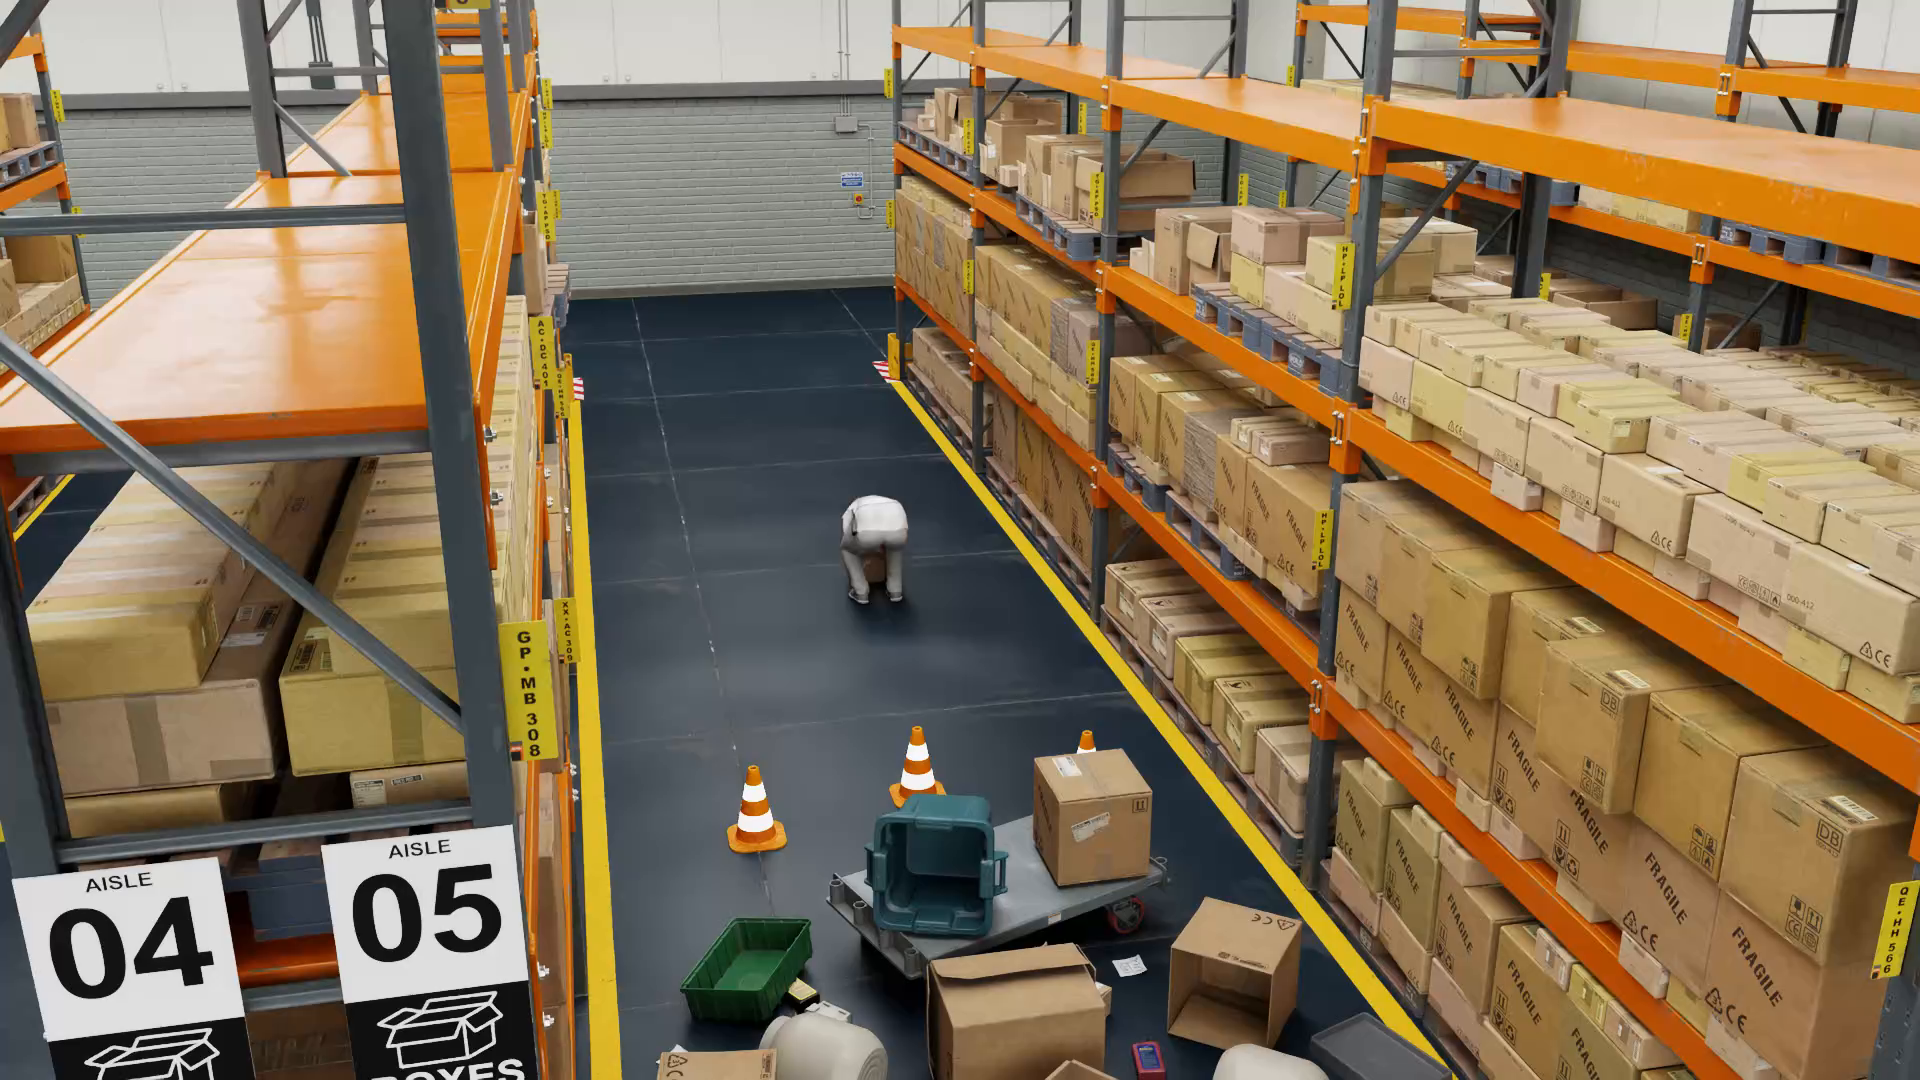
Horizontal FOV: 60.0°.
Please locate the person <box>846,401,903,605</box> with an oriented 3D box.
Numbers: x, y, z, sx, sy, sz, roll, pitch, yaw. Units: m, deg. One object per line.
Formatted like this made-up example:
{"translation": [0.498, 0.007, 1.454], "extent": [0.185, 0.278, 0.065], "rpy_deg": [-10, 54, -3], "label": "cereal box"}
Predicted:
{"translation": [-0.689, -0.318, 13.242], "extent": [0.452, 1.663, 0.547], "rpy_deg": [-5, 20, -13], "label": "person"}
